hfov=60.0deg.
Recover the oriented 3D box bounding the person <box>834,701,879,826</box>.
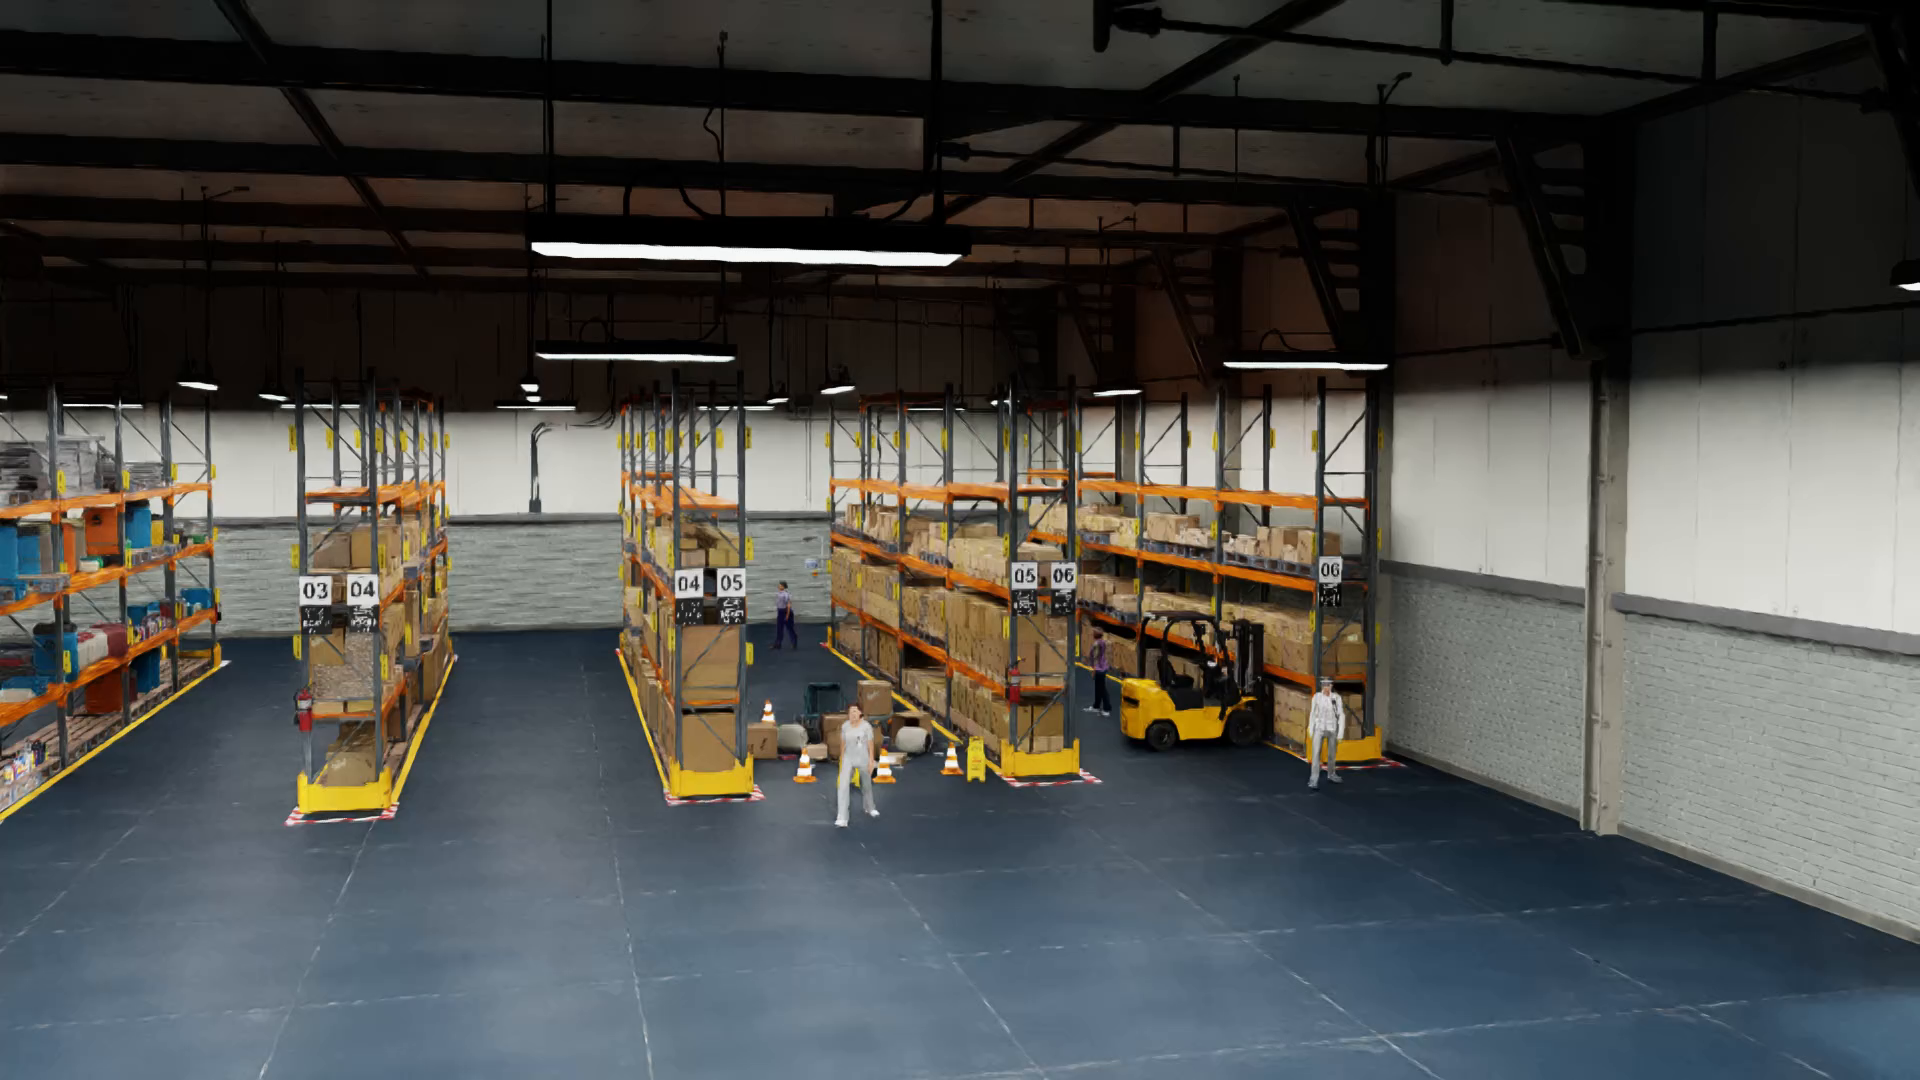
[{"bbox_3d":[-1.350,2.898,21.755,0.478,1.616,0.958,0,3,8],"label":"person"}]

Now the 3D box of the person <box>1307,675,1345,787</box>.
[{"bbox_3d":[5.301,2.747,24.057,0.523,1.625,0.911,1,4,14],"label":"person"}]

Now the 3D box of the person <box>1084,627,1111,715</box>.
[{"bbox_3d":[2.520,2.378,30.400,0.527,1.592,0.522,1,4,15],"label":"person"}]

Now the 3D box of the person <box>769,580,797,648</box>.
[{"bbox_3d":[-4.256,1.789,40.103,0.609,1.634,0.616,-2,4,-32],"label":"person"}]
